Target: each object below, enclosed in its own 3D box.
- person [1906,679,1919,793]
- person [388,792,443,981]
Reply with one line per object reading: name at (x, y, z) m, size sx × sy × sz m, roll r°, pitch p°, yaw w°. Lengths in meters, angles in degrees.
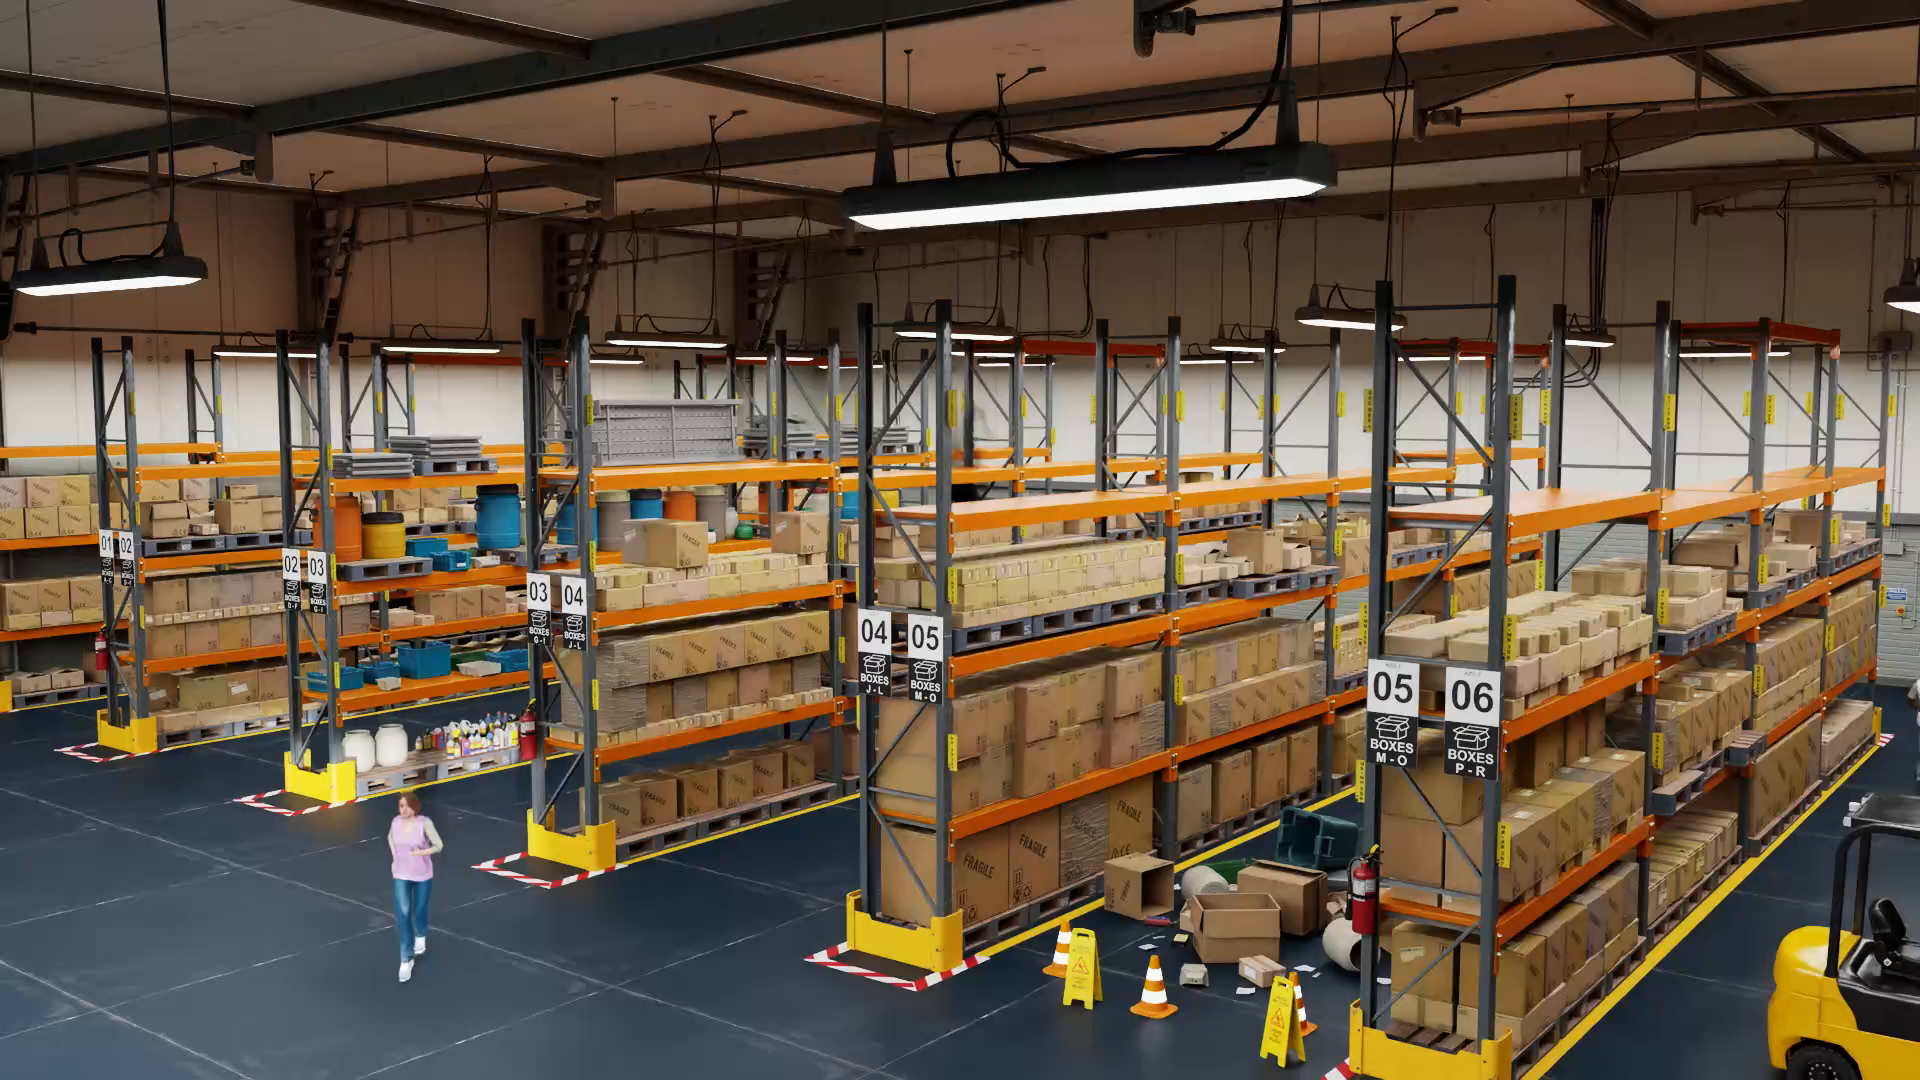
person at (12.519, 2.417, 21.346) m, size 0.683 × 1.791 × 0.935 m, roll 4°, pitch 6°, yaw 38°
person at (-4.916, 3.066, 15.019) m, size 0.516 × 1.634 × 0.765 m, roll -1°, pitch 5°, yaw -9°
